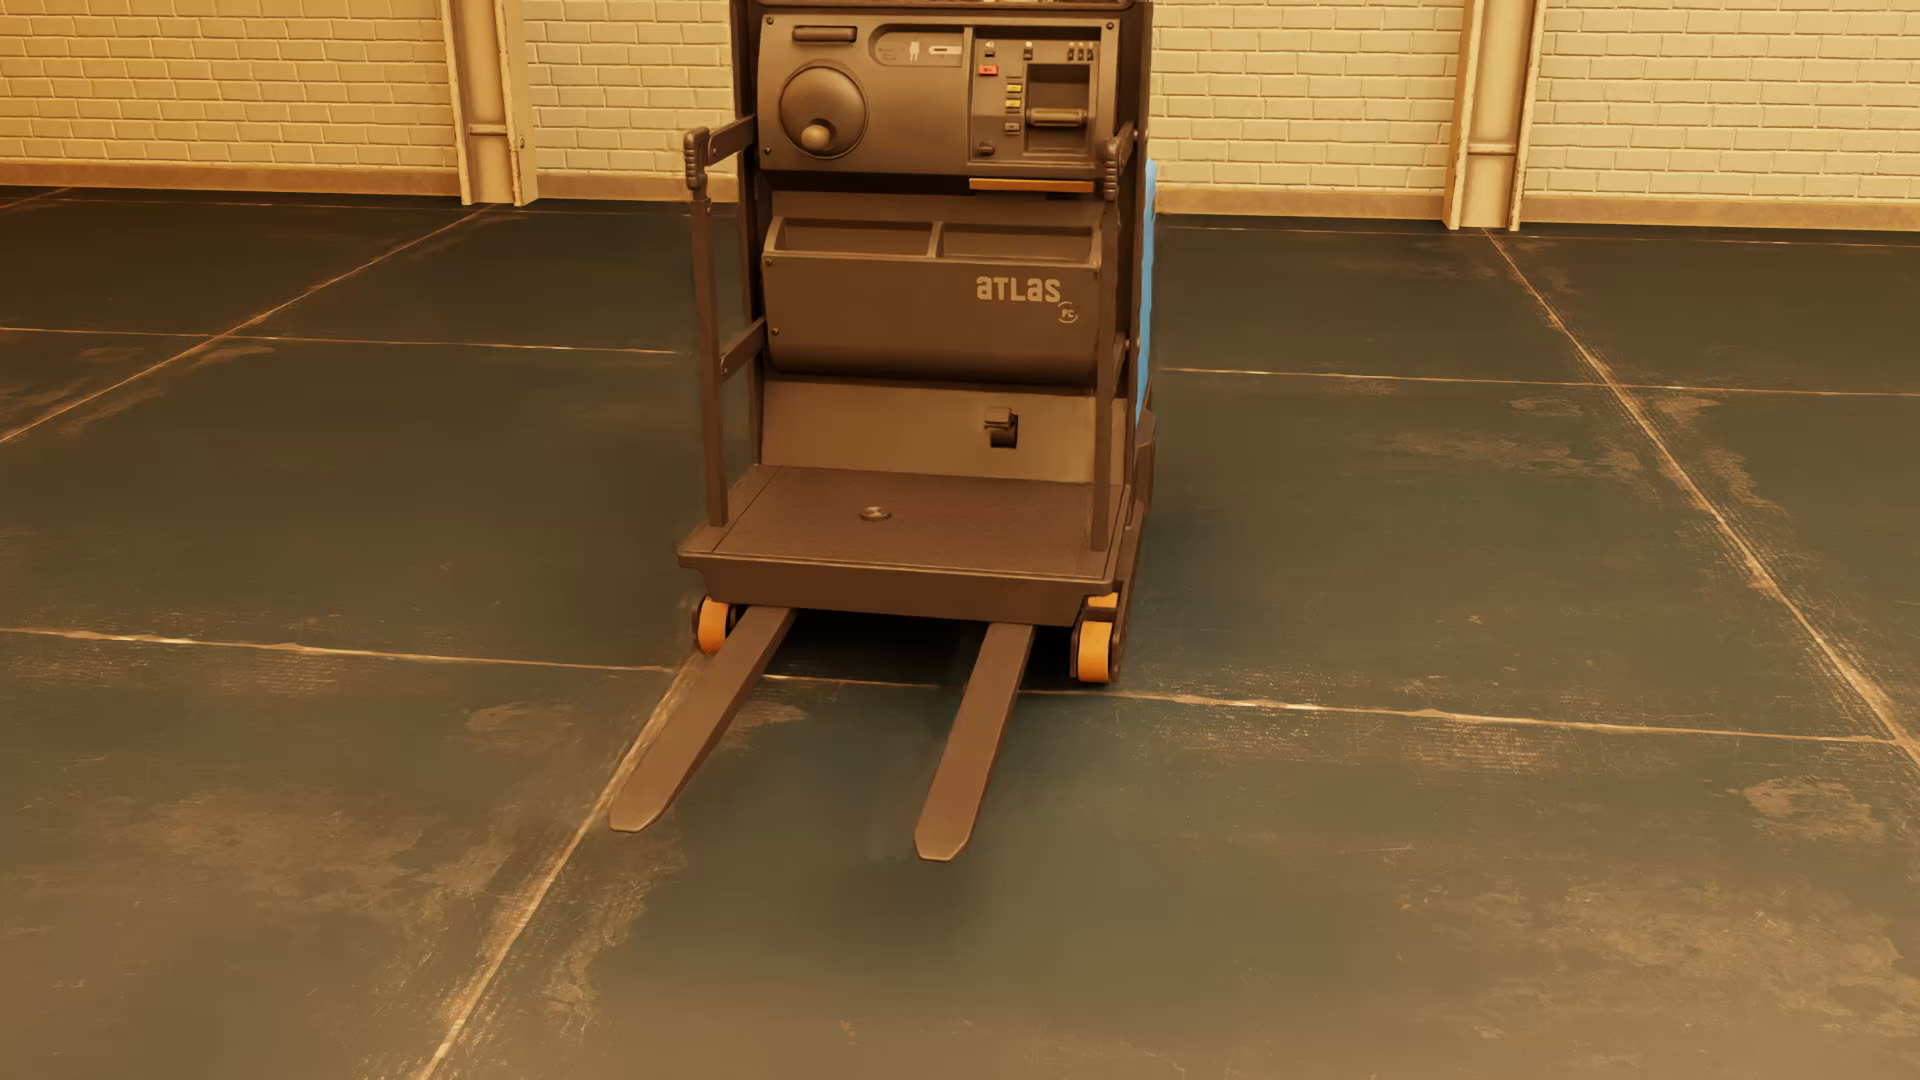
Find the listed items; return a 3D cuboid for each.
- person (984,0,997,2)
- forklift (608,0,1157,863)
[{"bbox_3d":[0.139,-1.693,7.349,0.704,1.469,0.665,-16,27,-34],"label":"person"},{"bbox_3d":[-0.095,-1.134,4.070,1.130,2.935,3.031,4,22,9],"label":"forklift"}]
